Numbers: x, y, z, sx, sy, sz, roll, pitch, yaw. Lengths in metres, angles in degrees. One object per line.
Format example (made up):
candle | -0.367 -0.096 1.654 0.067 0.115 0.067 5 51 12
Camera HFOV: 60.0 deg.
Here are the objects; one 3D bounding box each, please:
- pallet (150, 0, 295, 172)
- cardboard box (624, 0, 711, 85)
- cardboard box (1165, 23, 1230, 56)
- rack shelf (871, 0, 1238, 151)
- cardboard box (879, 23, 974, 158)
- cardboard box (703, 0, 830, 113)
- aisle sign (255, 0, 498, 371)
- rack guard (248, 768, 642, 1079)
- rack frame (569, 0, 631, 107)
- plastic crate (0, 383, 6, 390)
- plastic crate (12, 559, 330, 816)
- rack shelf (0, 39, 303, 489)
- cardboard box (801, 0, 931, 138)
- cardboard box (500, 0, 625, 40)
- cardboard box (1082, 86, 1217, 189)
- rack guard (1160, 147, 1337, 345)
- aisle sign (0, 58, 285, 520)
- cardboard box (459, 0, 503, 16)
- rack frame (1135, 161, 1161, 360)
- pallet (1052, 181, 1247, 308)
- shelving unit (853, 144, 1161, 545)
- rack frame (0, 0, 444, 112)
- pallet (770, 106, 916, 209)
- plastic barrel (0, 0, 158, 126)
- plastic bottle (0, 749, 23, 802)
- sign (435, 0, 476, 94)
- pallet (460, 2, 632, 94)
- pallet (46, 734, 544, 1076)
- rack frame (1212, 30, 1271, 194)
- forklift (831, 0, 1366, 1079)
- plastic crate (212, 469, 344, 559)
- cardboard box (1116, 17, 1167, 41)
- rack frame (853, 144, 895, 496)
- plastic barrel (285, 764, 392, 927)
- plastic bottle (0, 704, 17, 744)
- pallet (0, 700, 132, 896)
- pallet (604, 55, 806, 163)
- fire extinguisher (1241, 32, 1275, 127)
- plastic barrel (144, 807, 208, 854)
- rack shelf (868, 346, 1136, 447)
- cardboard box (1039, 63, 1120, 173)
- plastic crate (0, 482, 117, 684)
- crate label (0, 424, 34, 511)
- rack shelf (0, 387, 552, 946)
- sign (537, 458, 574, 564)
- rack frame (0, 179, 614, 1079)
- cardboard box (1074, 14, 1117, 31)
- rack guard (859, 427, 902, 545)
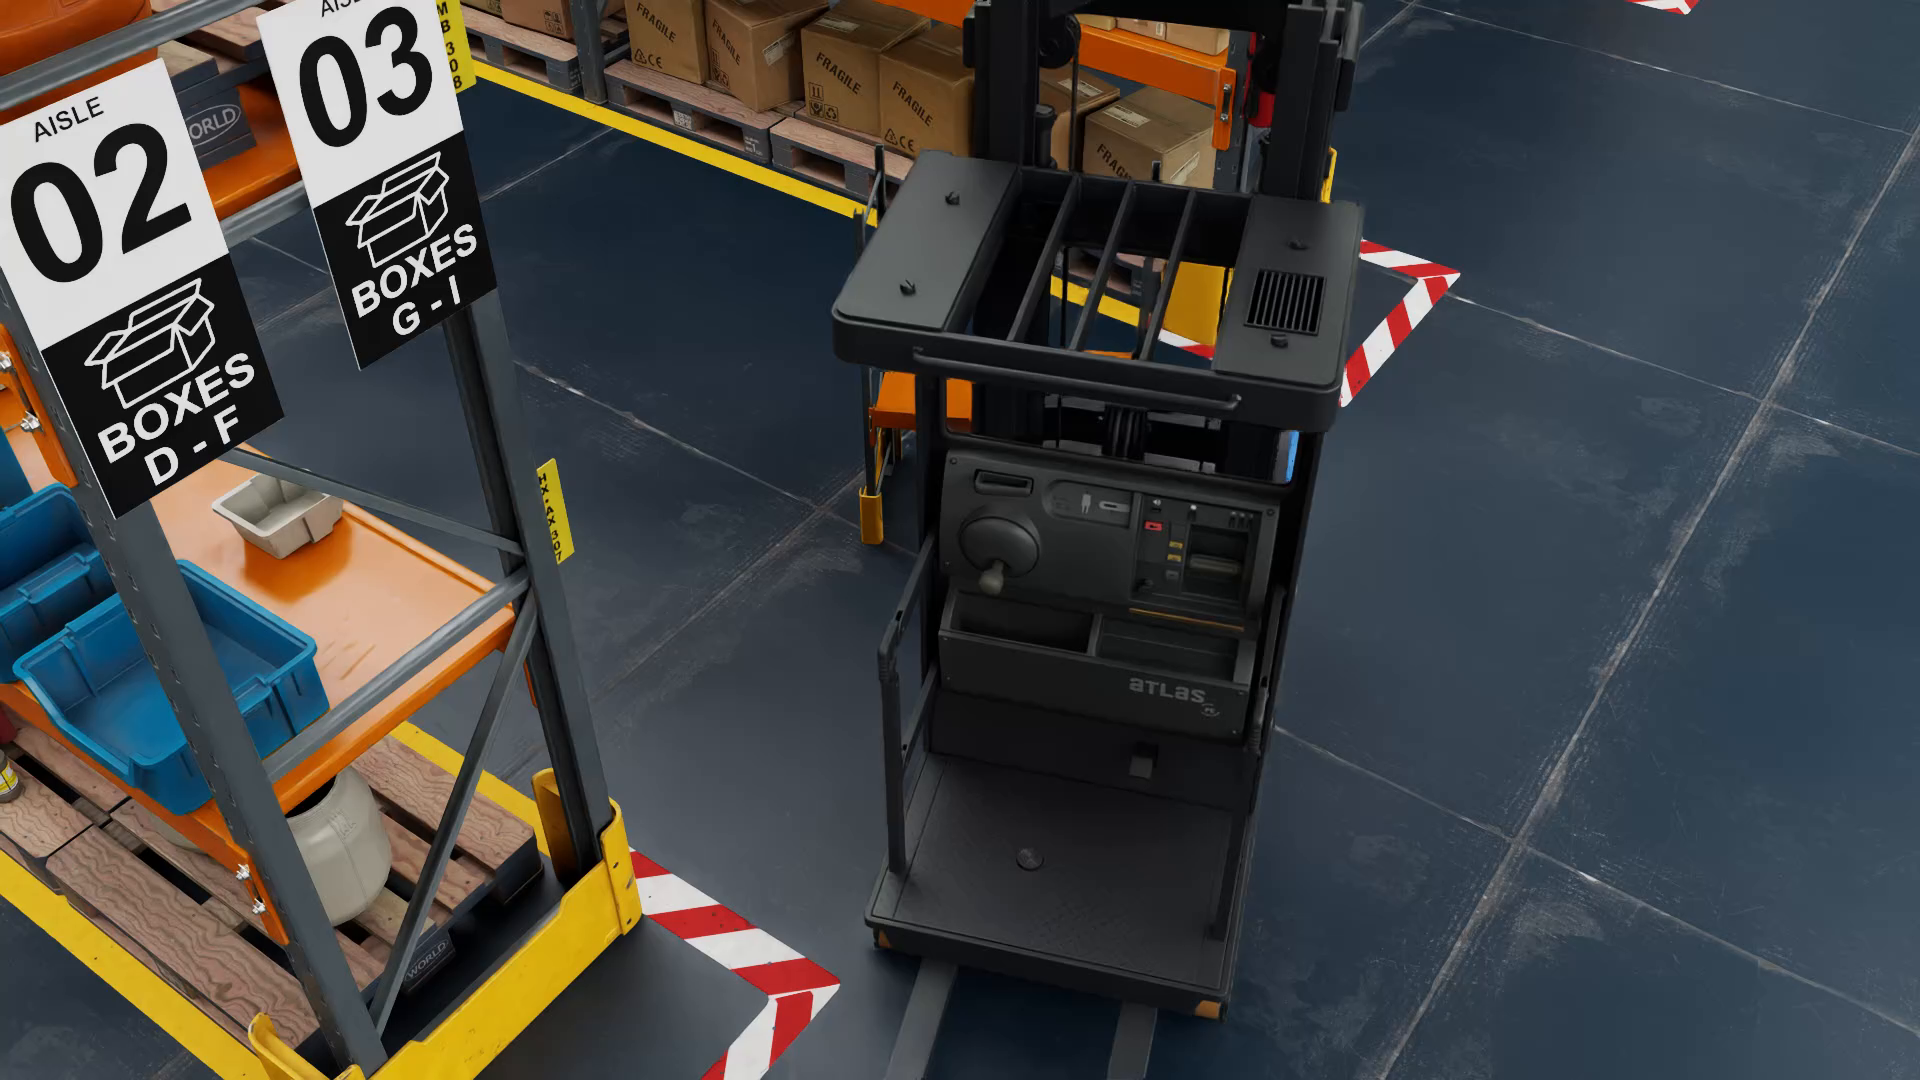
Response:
pallet | -2.015 -1.079 3.598 1.213 0.211 1.003 25 48 25
cardboard box | -1.520 -2.947 9.353 0.500 0.500 0.500 24 47 24
cardboard box | 1.098 -2.268 7.224 0.250 0.149 0.380 25 48 25
rack shelf | -0.187 -2.863 8.239 4.000 0.370 1.077 25 48 25
cardboard box | -0.062 -2.299 8.629 0.500 0.500 0.500 30 50 29
cardboard box | -1.047 -2.732 9.113 0.500 0.500 0.500 -26 48 -26
aisle sign | -1.167 -0.762 3.403 0.004 0.787 0.394 25 48 25
rack guard | -1.483 1.267 4.959 0.348 0.500 1.175 25 48 25
rack frame | -1.825 -3.897 8.855 0.127 3.000 1.000 25 48 25
plastic crate | -3.194 -0.611 5.381 0.437 0.136 0.530 25 48 25
plastic crate | -1.975 0.366 4.203 0.616 0.251 0.499 25 48 25
rack shelf | -3.031 -1.277 4.217 4.000 0.370 1.077 25 48 25
cardboard box | -0.493 -2.537 8.895 0.500 0.500 0.500 21 46 22
cardboard box | -2.315 -3.376 9.818 0.500 0.500 0.700 22 46 22
cardboard box | 0.949 -1.838 8.115 0.500 0.500 0.500 -33 51 -31
rack guard | 1.388 -1.463 8.010 0.348 0.500 1.175 25 48 25
aisle sign | -1.505 -0.440 3.043 0.004 0.787 0.394 25 48 25
cardboard box | -2.695 -3.569 10.034 0.500 0.500 0.700 25 47 25
rack frame | 0.684 -0.652 6.354 0.032 1.500 0.500 5 42 5
pallet | 0.743 -1.685 8.475 1.213 0.211 1.003 25 48 25
shelving unit | 0.170 -0.695 6.402 1.083 1.500 0.587 5 42 5
rack frame | -1.394 -1.897 2.121 0.127 3.000 1.000 25 48 25
pallet | -0.251 -2.153 8.998 1.213 0.211 1.003 25 48 25
plastic barrel | -1.864 -1.212 2.969 0.708 0.830 0.600 25 48 25
plastic bottle | -3.149 0.754 5.427 0.097 0.201 0.097 0 42 0
sign | -1.074 -1.081 3.452 0.005 0.325 0.100 25 48 25
pallet | -2.463 -3.155 10.117 1.213 0.211 1.003 25 48 25
pallet | -2.145 1.061 5.406 1.213 0.211 1.003 25 48 25
rack frame | 1.450 -2.365 7.144 0.127 3.000 1.000 25 48 25
forklift | 0.352 0.085 4.457 1.130 2.935 3.031 10 43 11
plastic crate | -1.942 -0.081 4.789 0.250 0.136 0.298 25 48 25
cardboard box | 0.894 -2.364 7.331 0.250 0.149 0.380 25 48 25
rack frame | -0.325 -0.736 6.448 0.032 1.500 0.500 5 42 5
plastic barrel | -1.976 0.899 5.046 0.421 0.512 0.421 0 42 0
plastic bottle | -3.279 0.554 5.589 0.133 0.283 0.061 25 48 25
pallet | -3.140 0.593 5.929 1.213 0.211 1.003 25 48 25
pallet | -1.254 -2.620 9.519 1.213 0.211 1.003 25 48 25
fire extinguisher | 1.279 -2.041 6.839 0.183 0.674 0.296 25 48 25
plastic barrel | -2.387 0.707 5.261 0.421 0.512 0.421 0 42 0
rack shelf | 0.180 -0.560 6.521 1.000 0.185 0.538 5 42 5
cardboard box | 0.440 -2.049 8.350 0.500 0.500 0.500 -29 49 -28
plastic crate | -2.504 0.114 4.484 0.408 0.251 0.499 25 48 25
crate label | -3.056 -0.231 4.733 0.616 0.435 0.502 25 48 25
rack shelf | -3.031 -0.159 5.217 4.000 0.370 1.077 25 48 25
sign | -1.074 -0.063 4.363 0.005 0.325 0.100 25 48 25
rack frame | -1.394 0.339 4.122 0.127 3.000 1.000 25 48 25
cardboard box | 0.660 -2.432 7.406 0.250 0.149 0.380 25 48 25
rack guard | -0.324 -0.270 6.864 0.087 0.250 0.587 5 42 5
